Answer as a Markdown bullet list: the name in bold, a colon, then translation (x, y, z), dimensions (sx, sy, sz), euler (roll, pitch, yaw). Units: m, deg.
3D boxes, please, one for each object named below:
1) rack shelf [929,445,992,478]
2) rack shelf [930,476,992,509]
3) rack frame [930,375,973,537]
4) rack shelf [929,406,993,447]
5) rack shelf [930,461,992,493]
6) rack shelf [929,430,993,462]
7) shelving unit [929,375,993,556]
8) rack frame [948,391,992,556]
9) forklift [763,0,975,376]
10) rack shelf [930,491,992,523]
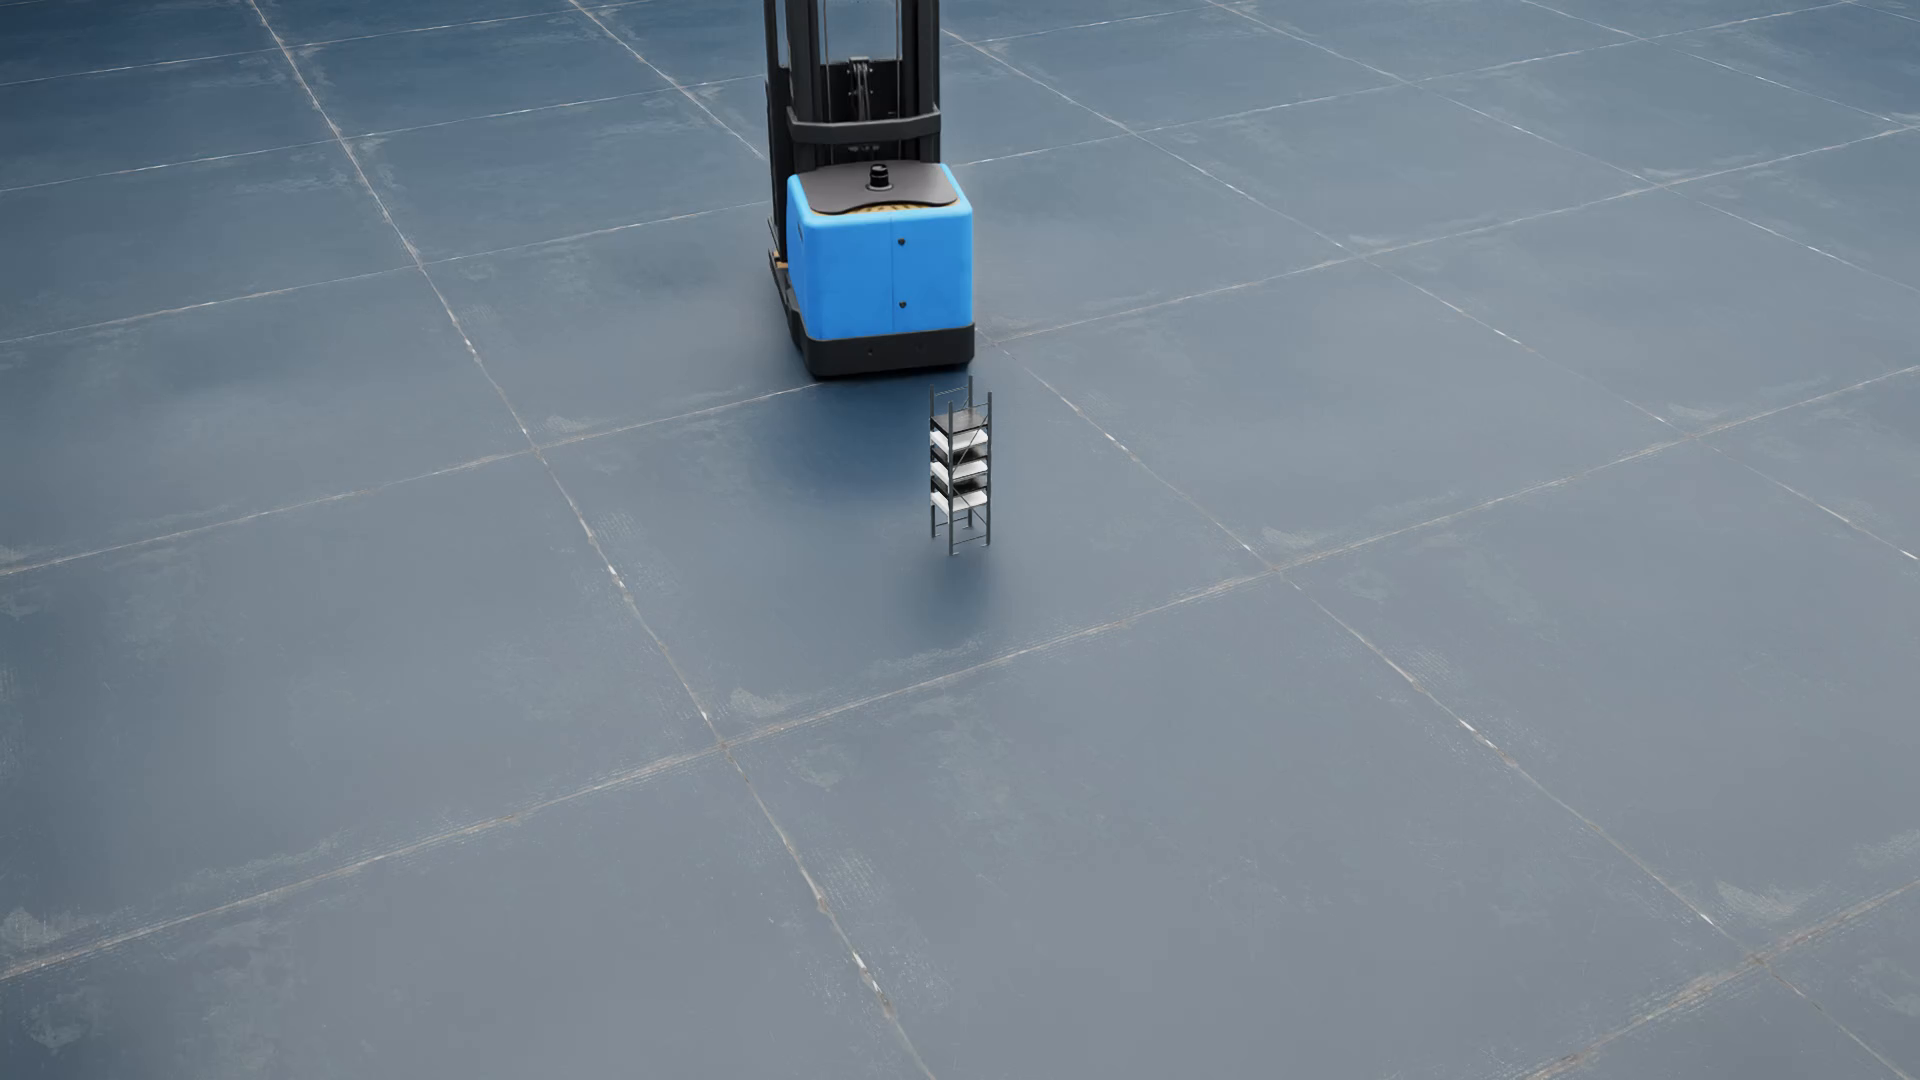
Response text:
- **rack shelf**: translation (0.004, -0.423, 8.471), dimensions (0.258, 0.077, 0.200), euler (-16, 36, -23)
- **rack shelf**: translation (0.004, -0.271, 8.568), dimensions (0.258, 0.077, 0.200), euler (-16, 36, -23)
- **rack frame**: translation (-0.044, -0.424, 8.577), dimensions (0.240, 0.900, 0.006), euler (-16, 36, -23)
- **rack shelf**: translation (0.004, -0.574, 8.374), dimensions (0.258, 0.077, 0.200), euler (-16, 36, -23)
- **rack shelf**: translation (0.004, -0.347, 8.519), dimensions (0.258, 0.077, 0.200), euler (-16, 36, -23)
- **rack shelf**: translation (0.004, -0.499, 8.422), dimensions (0.258, 0.077, 0.200), euler (-16, 36, -23)
- **shelving unit**: translation (0.004, -0.375, 8.501), dimensions (0.258, 0.900, 0.210), euler (-16, 36, -23)
- **rack frame**: translation (0.051, -0.327, 8.425), dimensions (0.240, 0.900, 0.006), euler (-16, 36, -23)
- **forklift**: translation (-0.722, -3.025, 10.754), dimensions (1.130, 2.935, 3.031), euler (-7, 33, -10)
- **rack shelf**: translation (0.004, -0.195, 8.616), dimensions (0.258, 0.077, 0.200), euler (-16, 36, -23)
